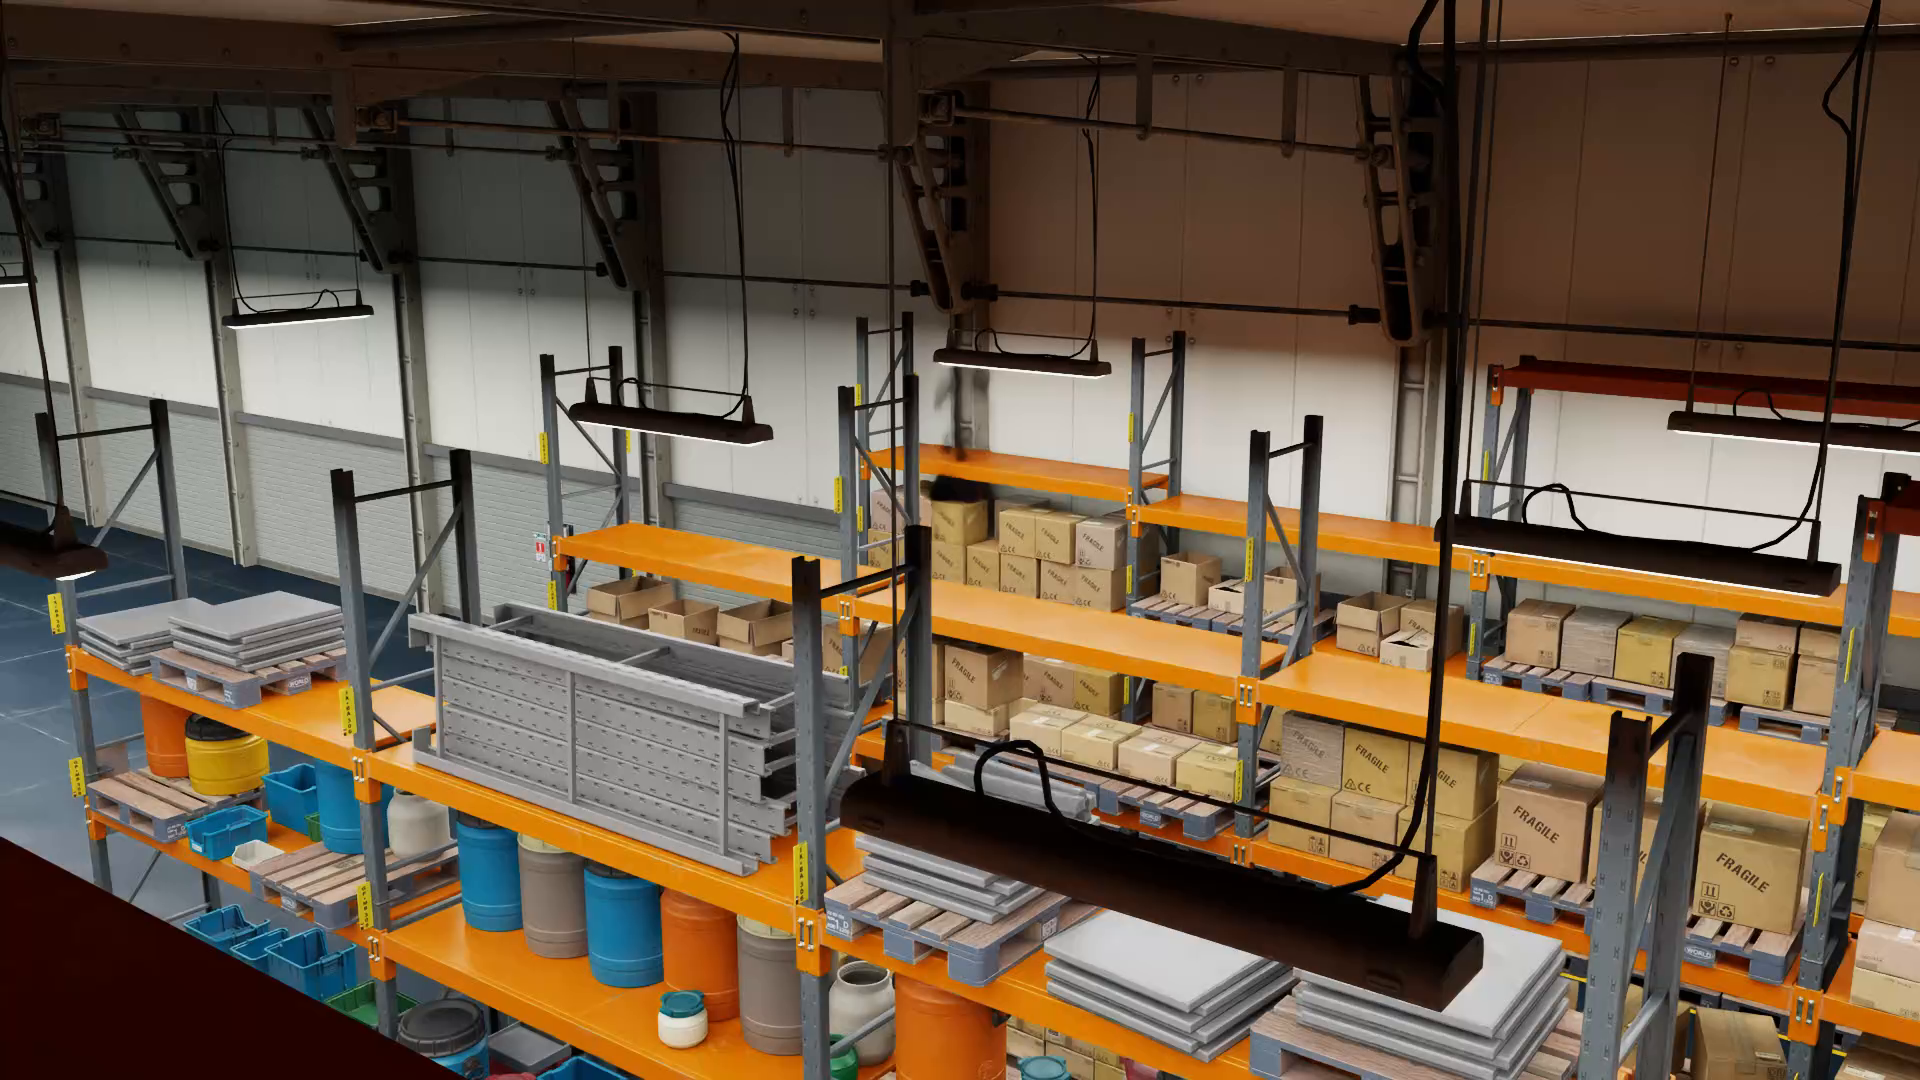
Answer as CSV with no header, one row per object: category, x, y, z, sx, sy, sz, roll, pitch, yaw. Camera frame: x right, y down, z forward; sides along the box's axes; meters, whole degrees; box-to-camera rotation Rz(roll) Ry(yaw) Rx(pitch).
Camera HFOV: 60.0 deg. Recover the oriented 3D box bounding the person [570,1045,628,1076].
person,-3.242,3.882,14.537,1.047,1.802,0.703,7,15,27
